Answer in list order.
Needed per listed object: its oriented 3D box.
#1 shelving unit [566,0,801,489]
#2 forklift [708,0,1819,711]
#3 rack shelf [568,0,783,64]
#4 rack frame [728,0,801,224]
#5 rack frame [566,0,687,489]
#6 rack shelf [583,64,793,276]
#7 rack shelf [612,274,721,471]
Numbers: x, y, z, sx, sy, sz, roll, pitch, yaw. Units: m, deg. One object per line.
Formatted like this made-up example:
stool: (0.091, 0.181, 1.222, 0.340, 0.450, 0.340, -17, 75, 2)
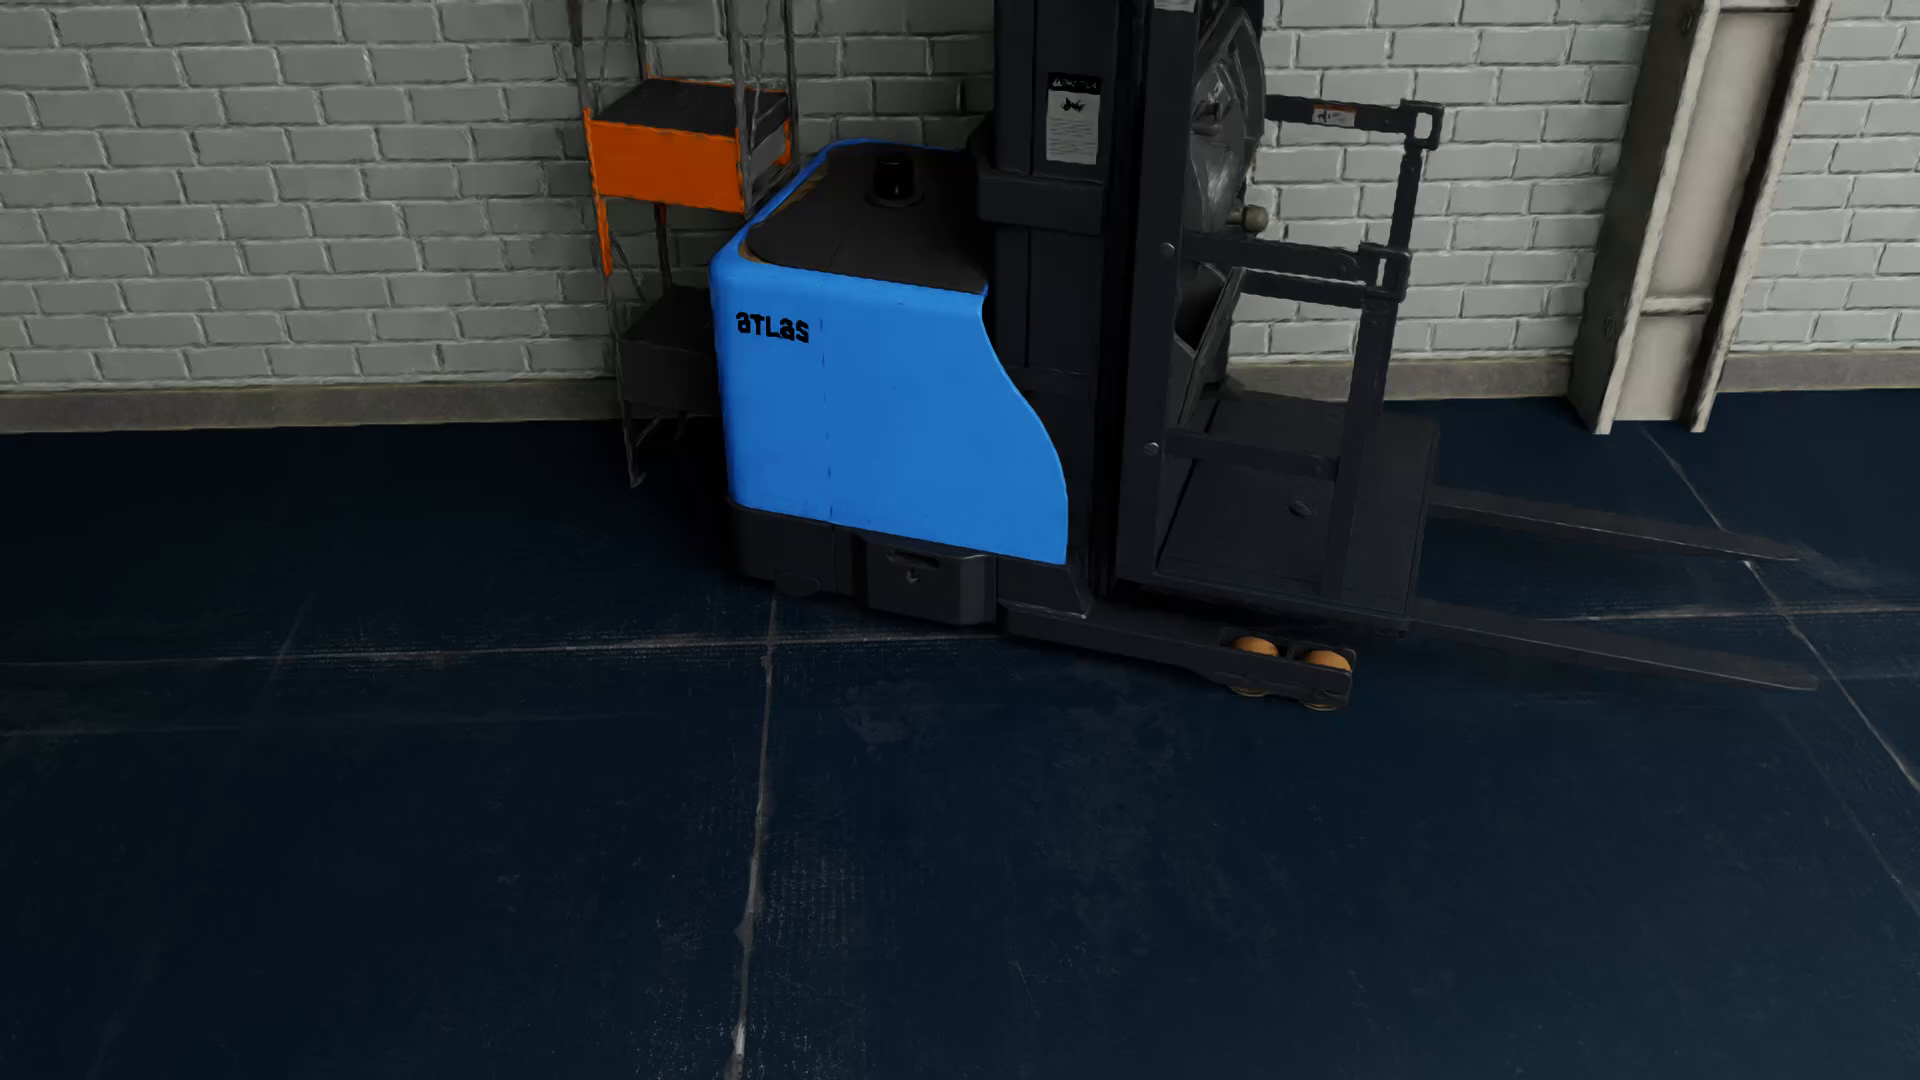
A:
shelving unit: (-0.787, -1.098, 4.991, 0.503, 2.100, 0.431, 10, 36, 14)
forklift: (0.878, -1.076, 4.229, 3.031, 2.935, 1.130, 10, 36, 14)
rack shelf: (-0.787, -1.662, 4.600, 0.480, 0.518, 0.431, 10, 36, 14)
rack frame: (-0.555, -1.056, 4.930, 0.015, 2.100, 0.400, 10, 36, 14)
rack frame: (-1.020, -1.140, 5.052, 0.015, 2.100, 0.400, 10, 36, 14)
rack shelf: (-0.787, -1.086, 4.999, 0.480, 0.518, 0.431, 10, 36, 14)
rack shelf: (-0.787, -0.511, 5.397, 0.480, 0.518, 0.431, 10, 36, 14)
